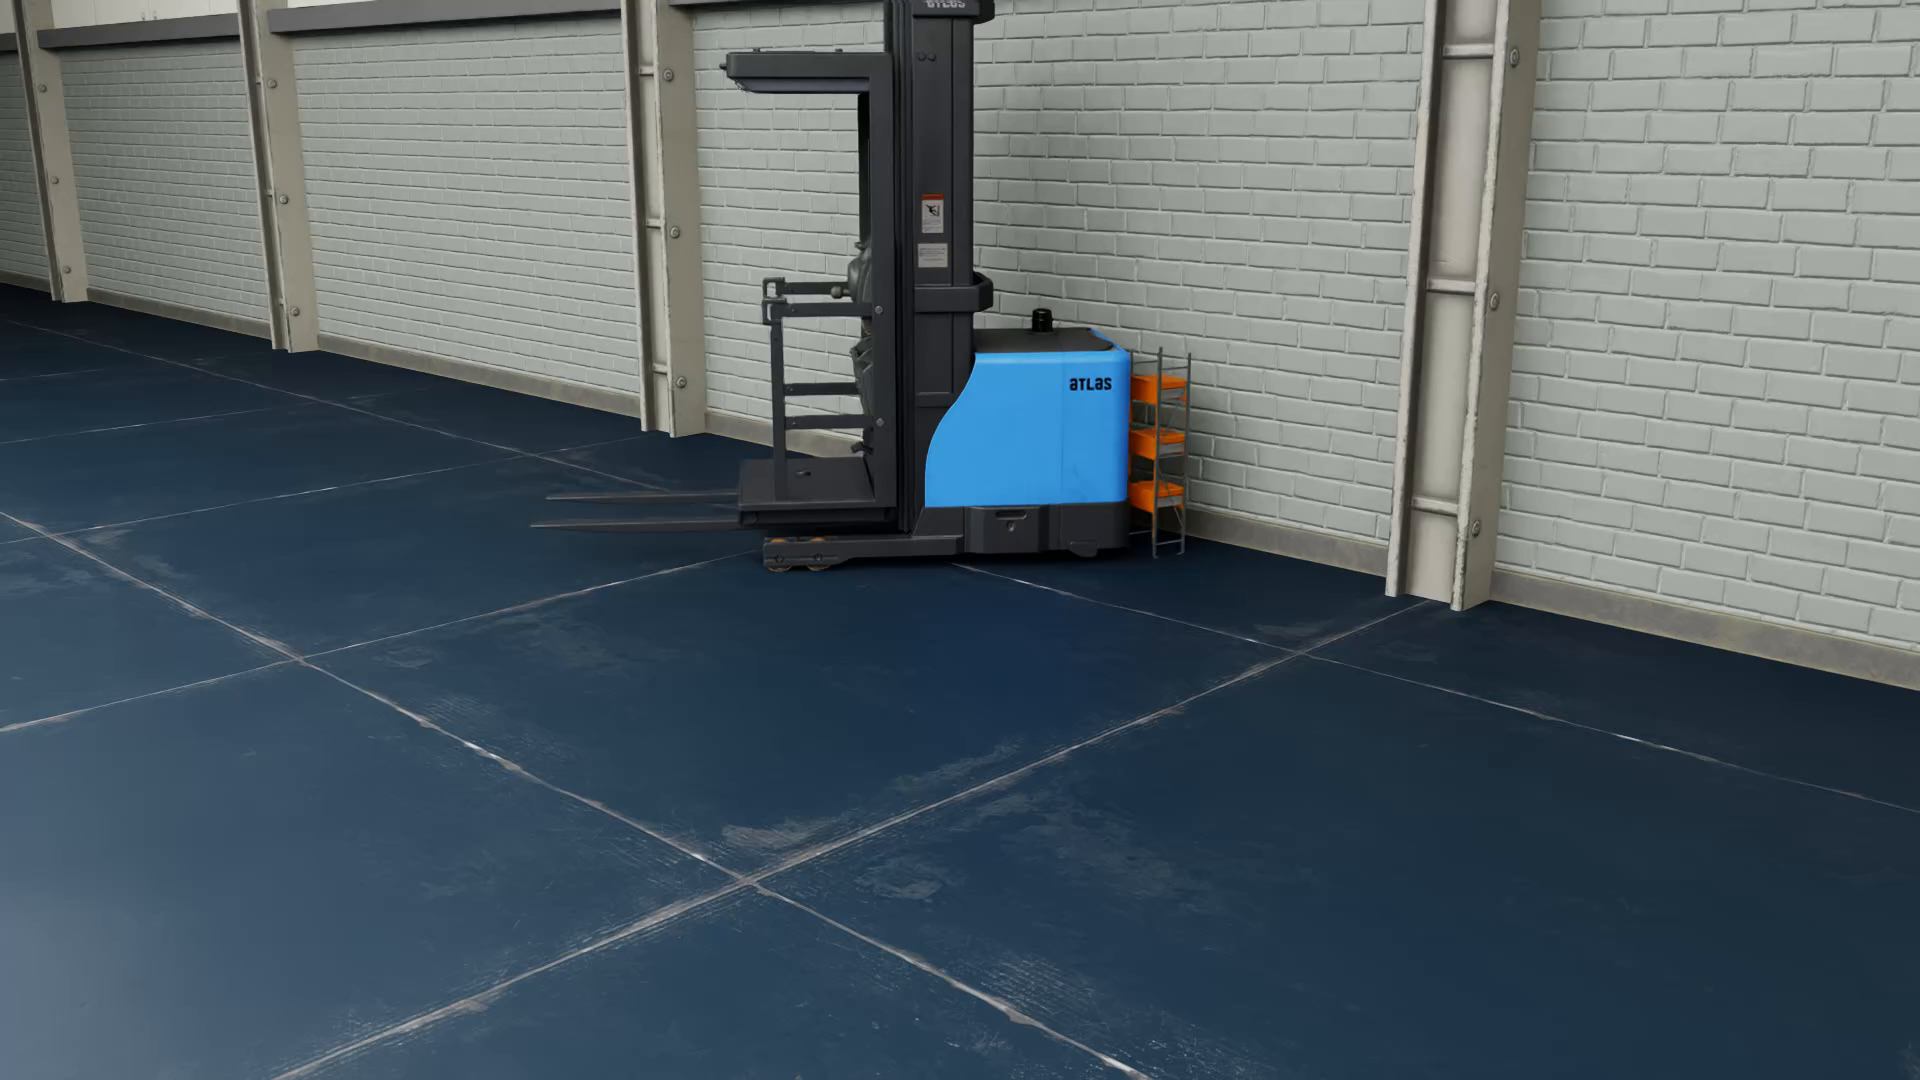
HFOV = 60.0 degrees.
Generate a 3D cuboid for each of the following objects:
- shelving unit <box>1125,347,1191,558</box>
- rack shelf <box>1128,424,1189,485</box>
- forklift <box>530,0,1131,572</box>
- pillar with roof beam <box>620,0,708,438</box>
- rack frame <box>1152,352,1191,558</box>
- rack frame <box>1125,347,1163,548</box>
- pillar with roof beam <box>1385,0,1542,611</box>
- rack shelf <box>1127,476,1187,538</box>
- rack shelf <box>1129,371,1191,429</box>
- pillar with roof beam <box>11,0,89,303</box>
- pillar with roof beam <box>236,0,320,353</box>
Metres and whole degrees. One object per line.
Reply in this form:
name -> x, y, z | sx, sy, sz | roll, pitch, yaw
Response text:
shelving unit -> 1.020, -0.453, 8.590 | 0.215, 1.050, 0.252 | -8, 17, -29
rack shelf -> 1.020, -0.443, 8.592 | 0.215, 0.259, 0.240 | -8, 17, -29
forklift -> -0.682, -1.397, 8.479 | 3.031, 2.935, 1.130 | -2, 15, -6
pillar with roof beam -> -5.033, -4.356, 7.802 | 0.400, 9.000, 9.100 | 14, 20, 42
rack frame -> 1.081, -0.427, 8.487 | 0.200, 1.050, 0.008 | -8, 17, -29
rack frame -> 0.960, -0.480, 8.692 | 0.200, 1.050, 0.008 | -8, 17, -29
pillar with roof beam -> -0.714, -3.306, 3.772 | 0.400, 9.000, 9.100 | 14, 20, 42
rack shelf -> 1.020, -0.174, 8.663 | 0.215, 0.259, 0.240 | -8, 17, -29
rack shelf -> 1.020, -0.718, 8.521 | 0.215, 0.259, 0.240 | -8, 17, -29
pillar with roof beam -> -13.672, -6.456, 15.862 | 0.400, 9.000, 9.100 | 14, 20, 42
pillar with roof beam -> -9.353, -5.406, 11.832 | 0.400, 9.000, 9.100 | 14, 20, 42
